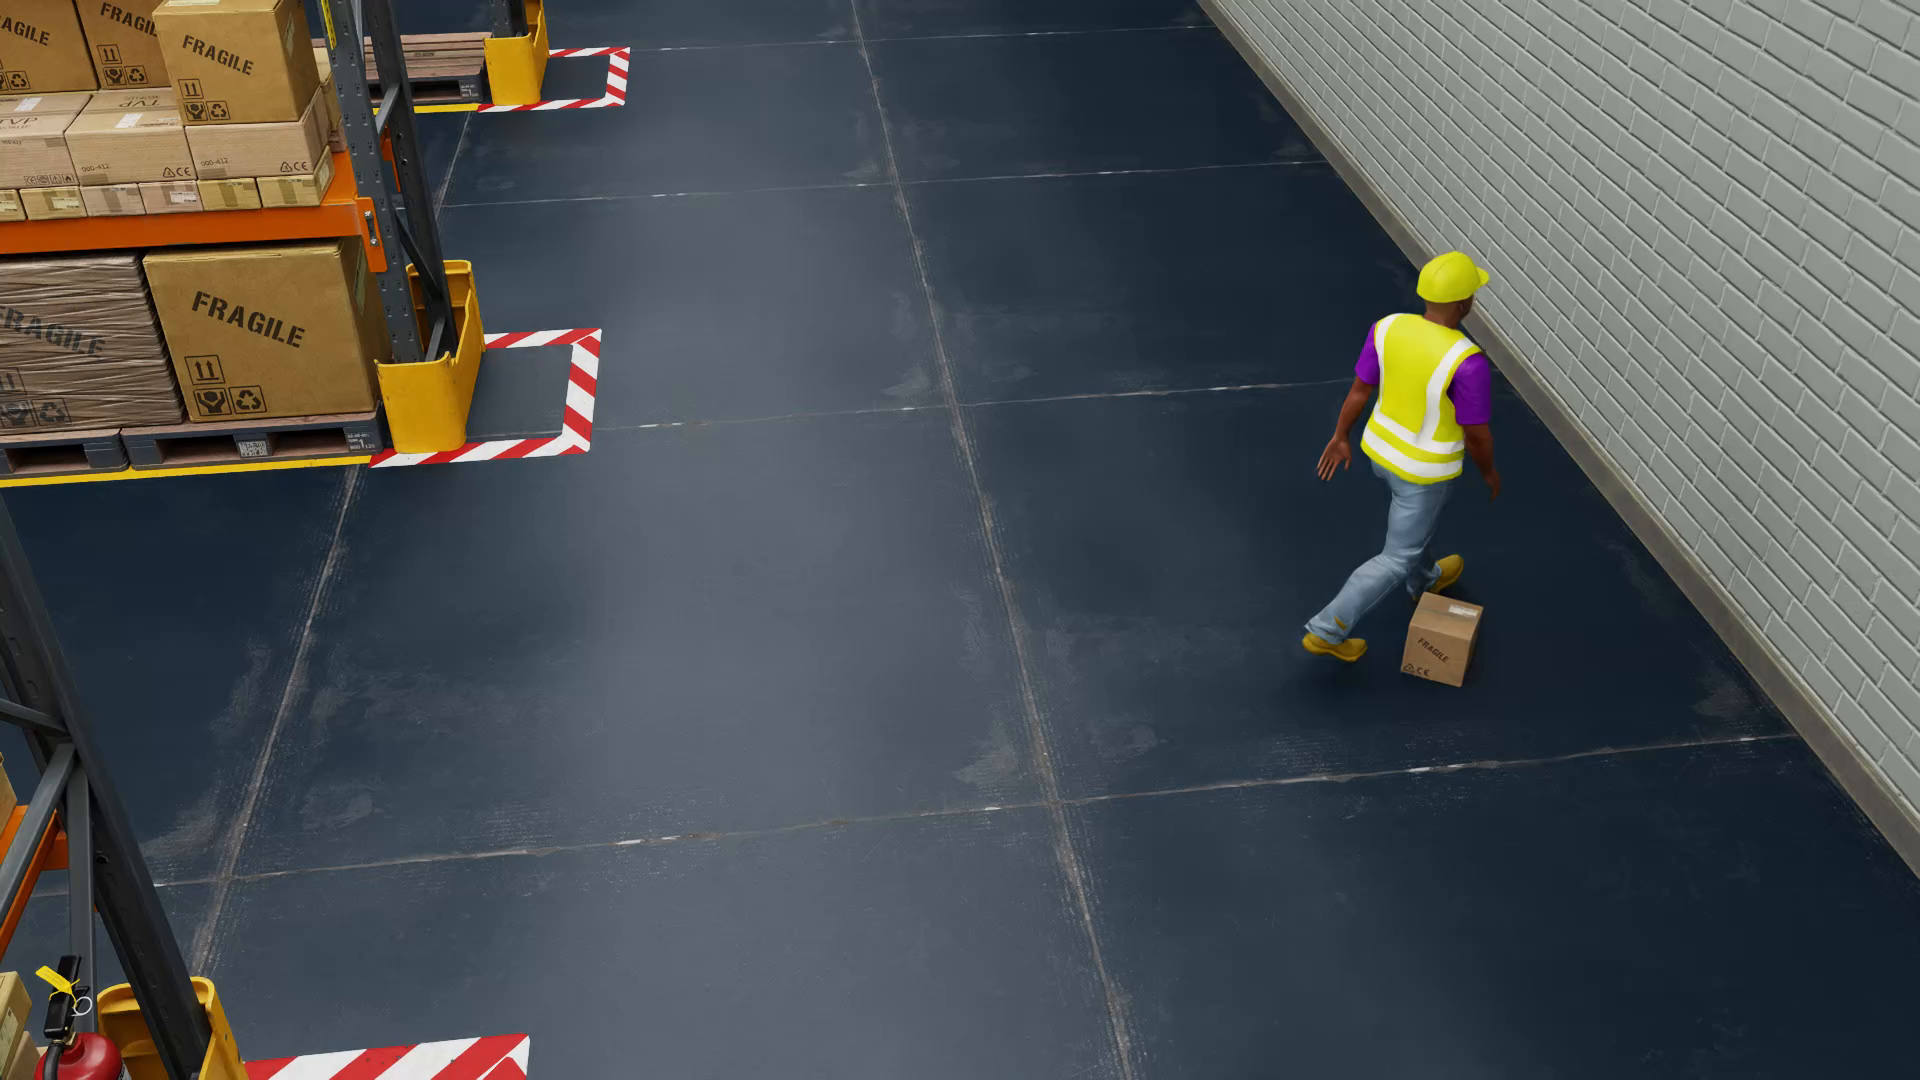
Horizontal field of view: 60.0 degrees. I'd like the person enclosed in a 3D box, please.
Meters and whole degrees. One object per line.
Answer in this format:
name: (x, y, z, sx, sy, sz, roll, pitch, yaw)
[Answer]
person: (1.808, -0.333, 6.641, 1.062, 1.728, 0.605, -18, 39, -24)
